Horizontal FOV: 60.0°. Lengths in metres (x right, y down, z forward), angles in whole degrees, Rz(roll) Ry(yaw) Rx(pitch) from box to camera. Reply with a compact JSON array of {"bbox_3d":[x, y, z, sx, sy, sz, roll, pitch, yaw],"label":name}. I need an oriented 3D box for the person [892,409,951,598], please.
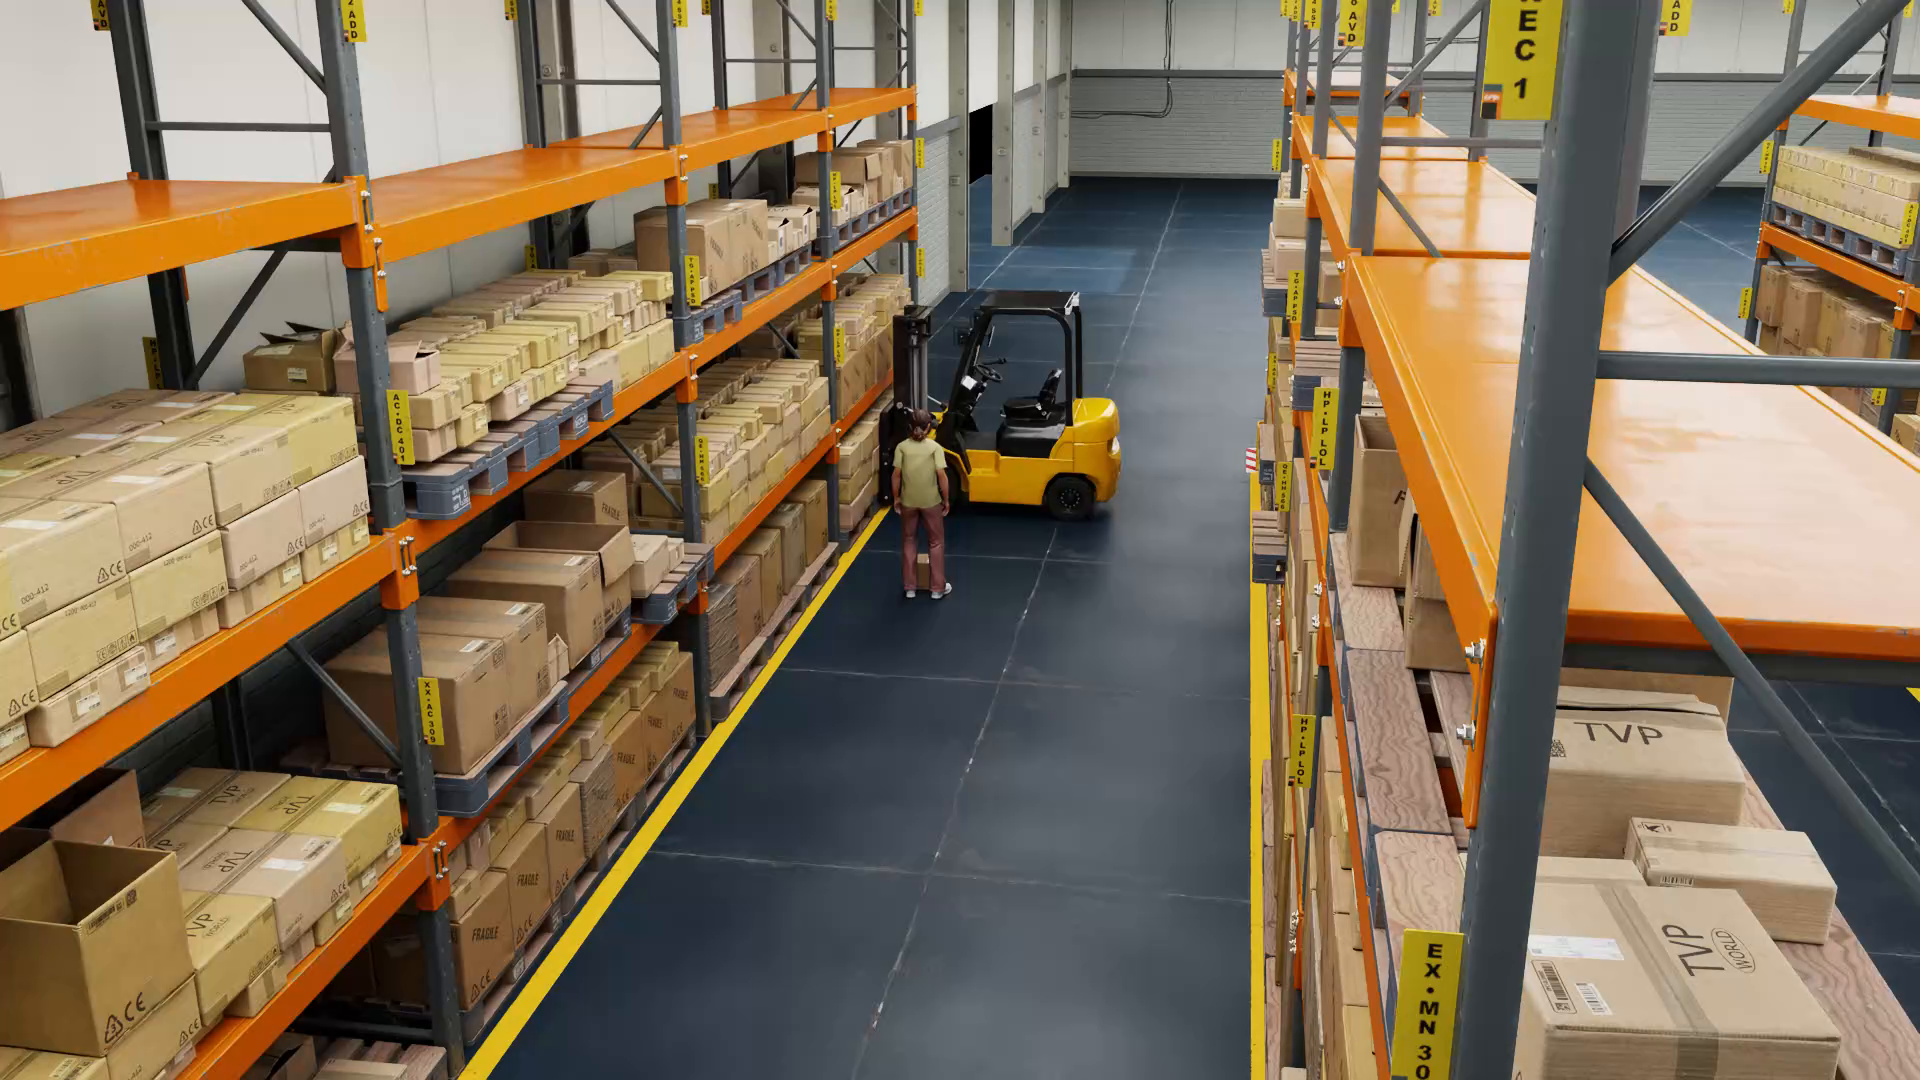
[{"bbox_3d":[-0.337,-0.316,14.474,0.499,1.673,0.357,3,18,9],"label":"person"}]
